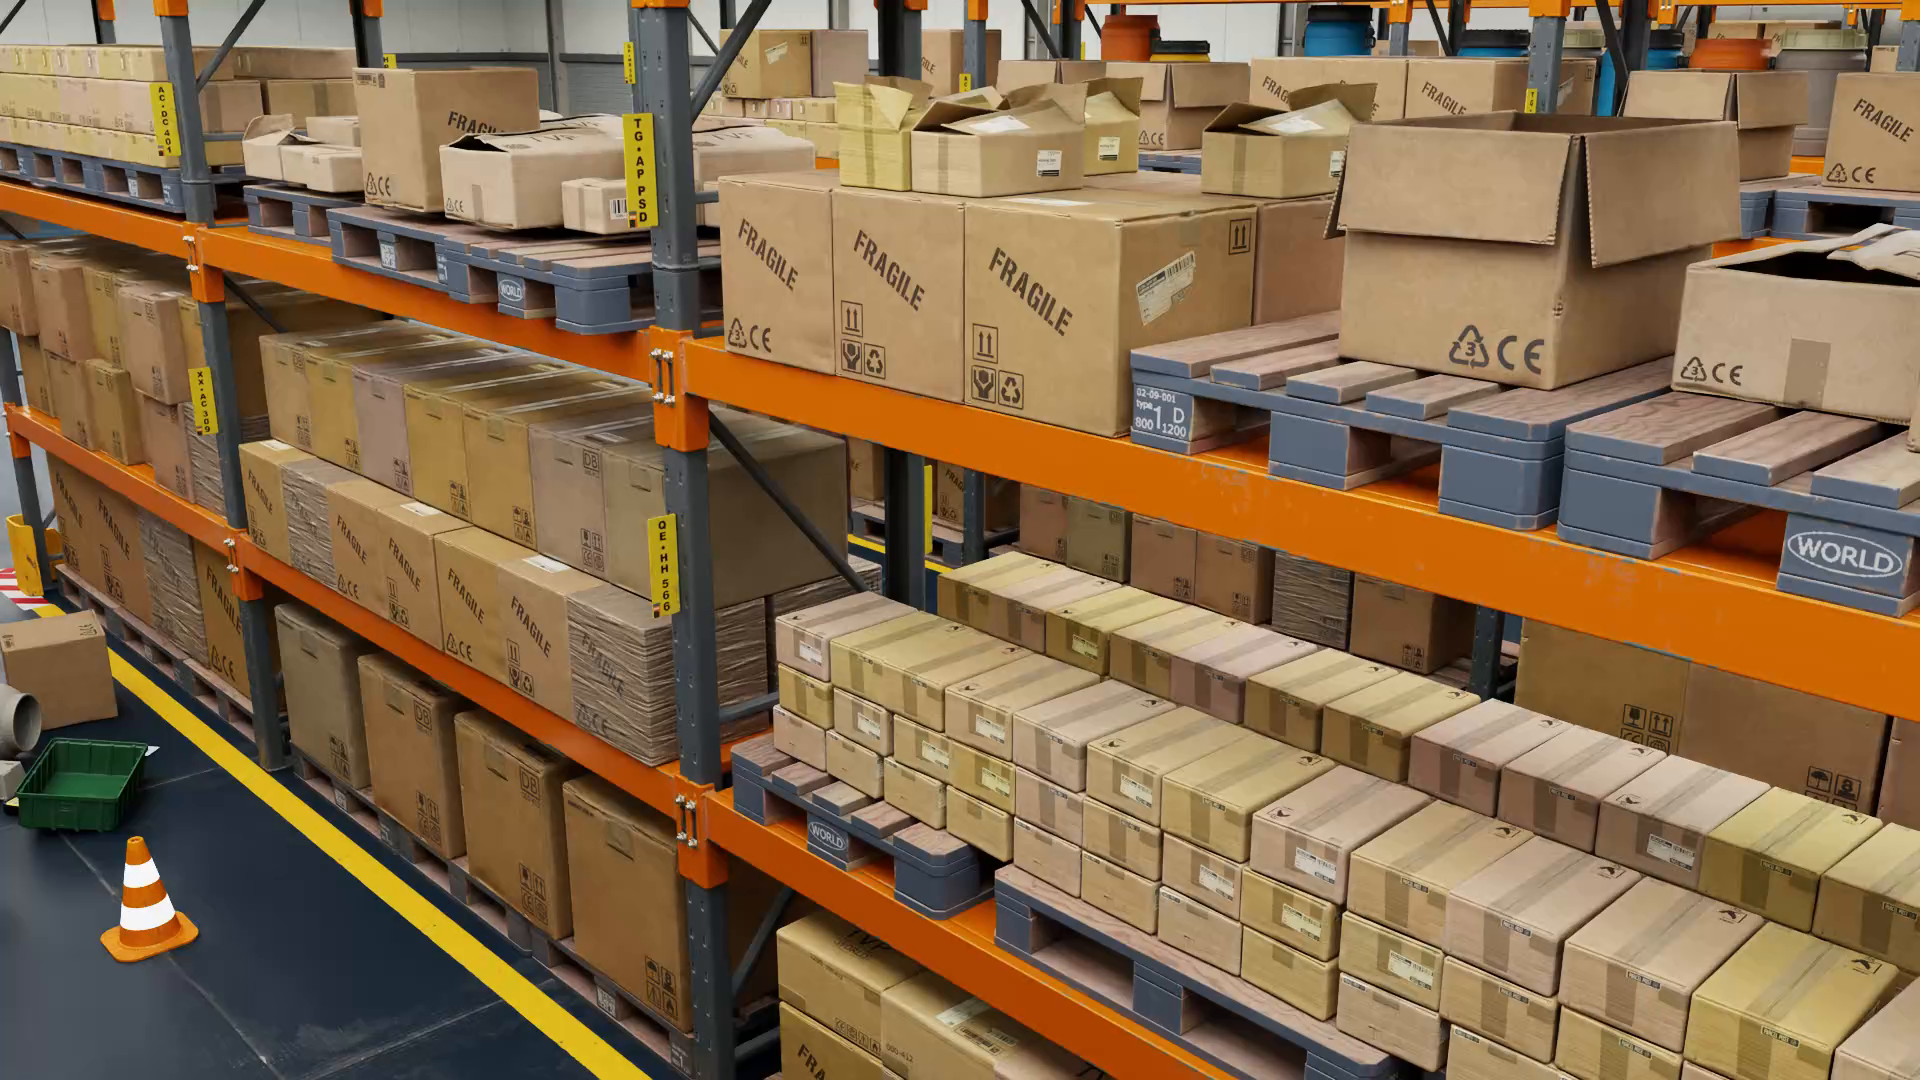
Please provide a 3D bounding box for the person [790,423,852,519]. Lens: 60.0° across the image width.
[{"bbox_3d":[-0.941,-0.055,9.787,0.623,1.848,0.446,-15,23,-40],"label":"person"}]
